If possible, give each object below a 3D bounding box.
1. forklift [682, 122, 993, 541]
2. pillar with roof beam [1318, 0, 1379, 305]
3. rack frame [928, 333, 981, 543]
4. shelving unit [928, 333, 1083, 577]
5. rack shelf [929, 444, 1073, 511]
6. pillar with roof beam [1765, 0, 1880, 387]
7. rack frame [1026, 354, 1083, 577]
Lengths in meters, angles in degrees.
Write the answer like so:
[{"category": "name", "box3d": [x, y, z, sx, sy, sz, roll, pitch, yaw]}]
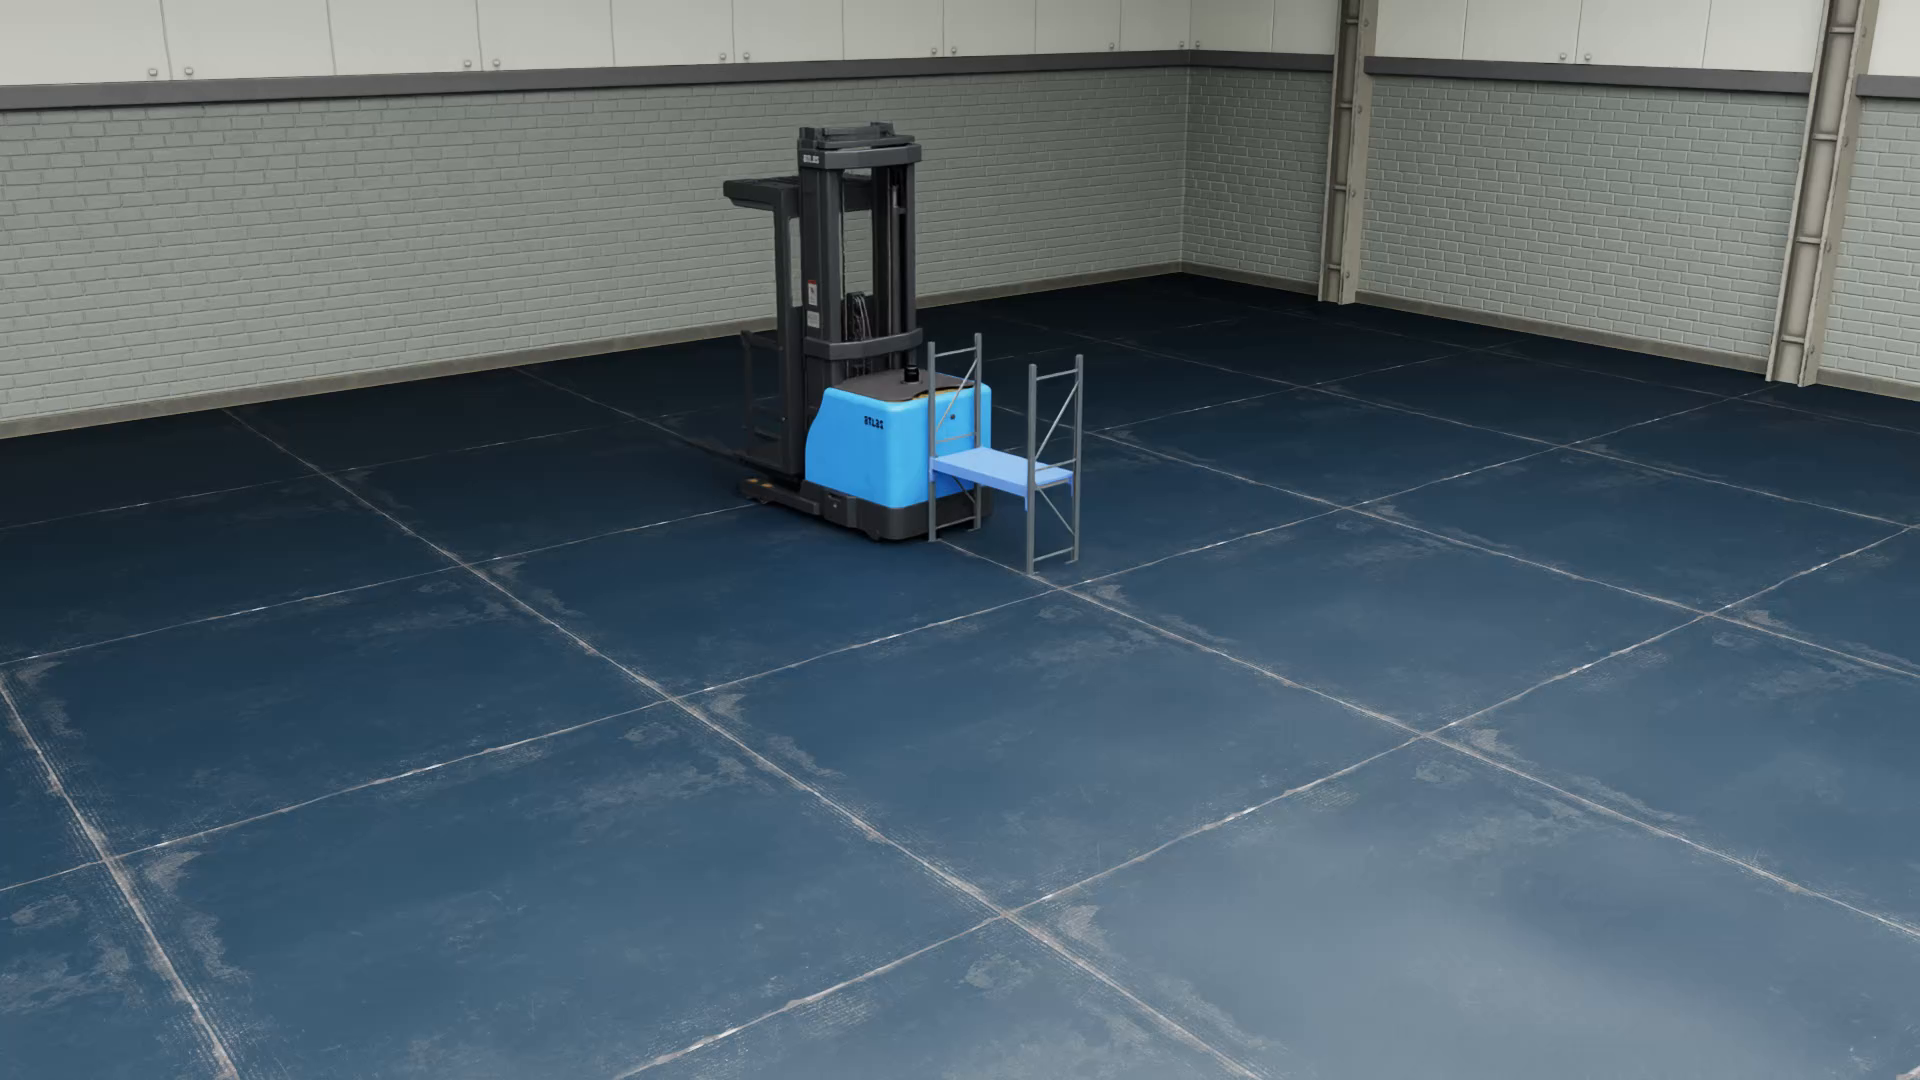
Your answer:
[{"category": "forklift", "box3d": [-1.120, -1.771, 13.049, 1.130, 2.935, 3.031, -16, 24, -40]}, {"category": "pillar with roof beam", "box3d": [1.570, -6.564, 17.869, 9.100, 9.000, 0.400, -14, 23, -36]}, {"category": "rack frame", "box3d": [-0.037, -0.745, 12.226, 0.500, 1.500, 0.032, -16, 24, -40]}, {"category": "shelving unit", "box3d": [0.308, -0.628, 11.872, 0.538, 1.500, 1.048, -16, 24, -40]}, {"category": "rack shelf", "box3d": [0.308, -0.457, 11.928, 0.538, 0.185, 1.000, -16, 24, -40]}, {"category": "pillar with roof beam", "box3d": [5.296, -5.085, 13.404, 9.100, 9.000, 0.400, -14, 23, -36]}, {"category": "rack frame", "box3d": [0.654, -0.510, 11.518, 0.500, 1.500, 0.032, -16, 24, -40]}]
